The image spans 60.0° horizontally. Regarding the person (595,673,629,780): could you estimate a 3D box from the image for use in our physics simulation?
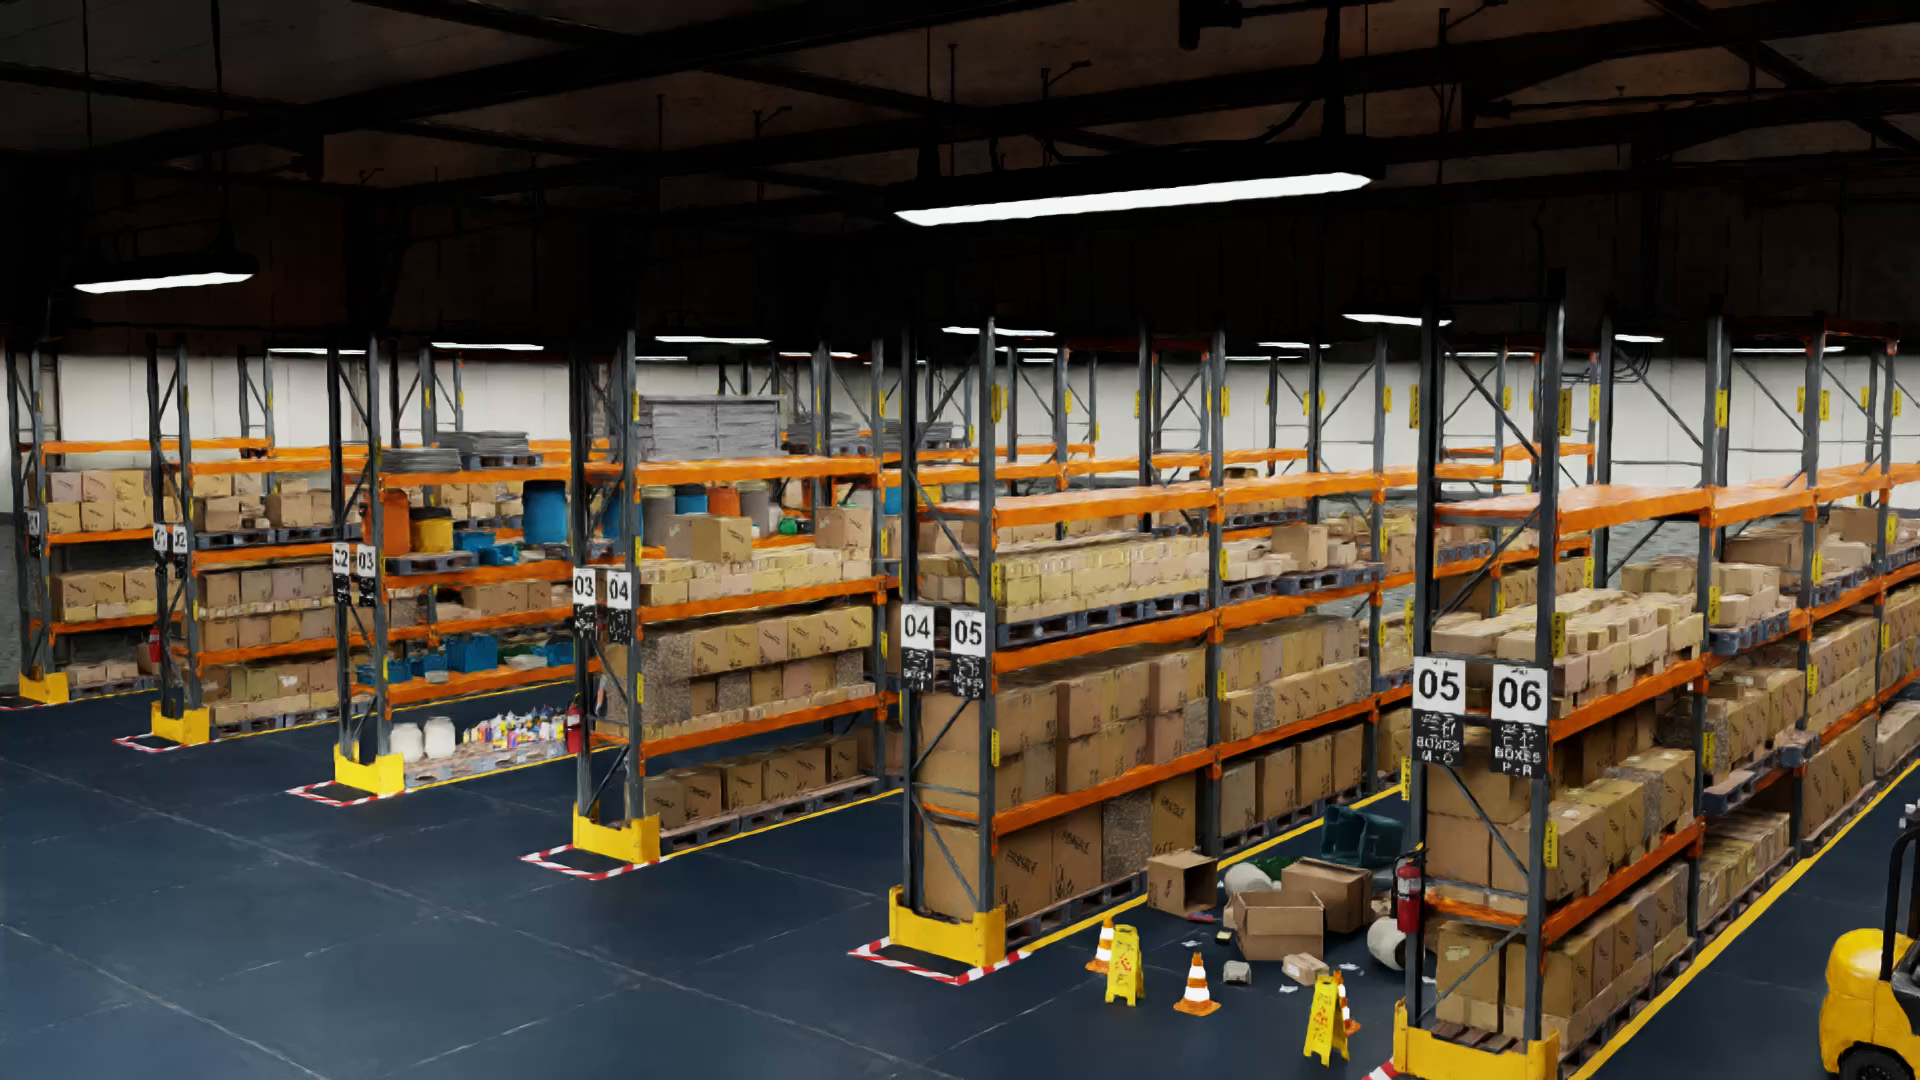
[{"bbox_3d":[-4.484,2.303,22.200,0.688,1.719,0.819,2,6,22],"label":"person"}]

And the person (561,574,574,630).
[{"bbox_3d":[-7.511,1.488,32.213,0.467,1.544,0.450,-2,5,-20],"label":"person"}]
